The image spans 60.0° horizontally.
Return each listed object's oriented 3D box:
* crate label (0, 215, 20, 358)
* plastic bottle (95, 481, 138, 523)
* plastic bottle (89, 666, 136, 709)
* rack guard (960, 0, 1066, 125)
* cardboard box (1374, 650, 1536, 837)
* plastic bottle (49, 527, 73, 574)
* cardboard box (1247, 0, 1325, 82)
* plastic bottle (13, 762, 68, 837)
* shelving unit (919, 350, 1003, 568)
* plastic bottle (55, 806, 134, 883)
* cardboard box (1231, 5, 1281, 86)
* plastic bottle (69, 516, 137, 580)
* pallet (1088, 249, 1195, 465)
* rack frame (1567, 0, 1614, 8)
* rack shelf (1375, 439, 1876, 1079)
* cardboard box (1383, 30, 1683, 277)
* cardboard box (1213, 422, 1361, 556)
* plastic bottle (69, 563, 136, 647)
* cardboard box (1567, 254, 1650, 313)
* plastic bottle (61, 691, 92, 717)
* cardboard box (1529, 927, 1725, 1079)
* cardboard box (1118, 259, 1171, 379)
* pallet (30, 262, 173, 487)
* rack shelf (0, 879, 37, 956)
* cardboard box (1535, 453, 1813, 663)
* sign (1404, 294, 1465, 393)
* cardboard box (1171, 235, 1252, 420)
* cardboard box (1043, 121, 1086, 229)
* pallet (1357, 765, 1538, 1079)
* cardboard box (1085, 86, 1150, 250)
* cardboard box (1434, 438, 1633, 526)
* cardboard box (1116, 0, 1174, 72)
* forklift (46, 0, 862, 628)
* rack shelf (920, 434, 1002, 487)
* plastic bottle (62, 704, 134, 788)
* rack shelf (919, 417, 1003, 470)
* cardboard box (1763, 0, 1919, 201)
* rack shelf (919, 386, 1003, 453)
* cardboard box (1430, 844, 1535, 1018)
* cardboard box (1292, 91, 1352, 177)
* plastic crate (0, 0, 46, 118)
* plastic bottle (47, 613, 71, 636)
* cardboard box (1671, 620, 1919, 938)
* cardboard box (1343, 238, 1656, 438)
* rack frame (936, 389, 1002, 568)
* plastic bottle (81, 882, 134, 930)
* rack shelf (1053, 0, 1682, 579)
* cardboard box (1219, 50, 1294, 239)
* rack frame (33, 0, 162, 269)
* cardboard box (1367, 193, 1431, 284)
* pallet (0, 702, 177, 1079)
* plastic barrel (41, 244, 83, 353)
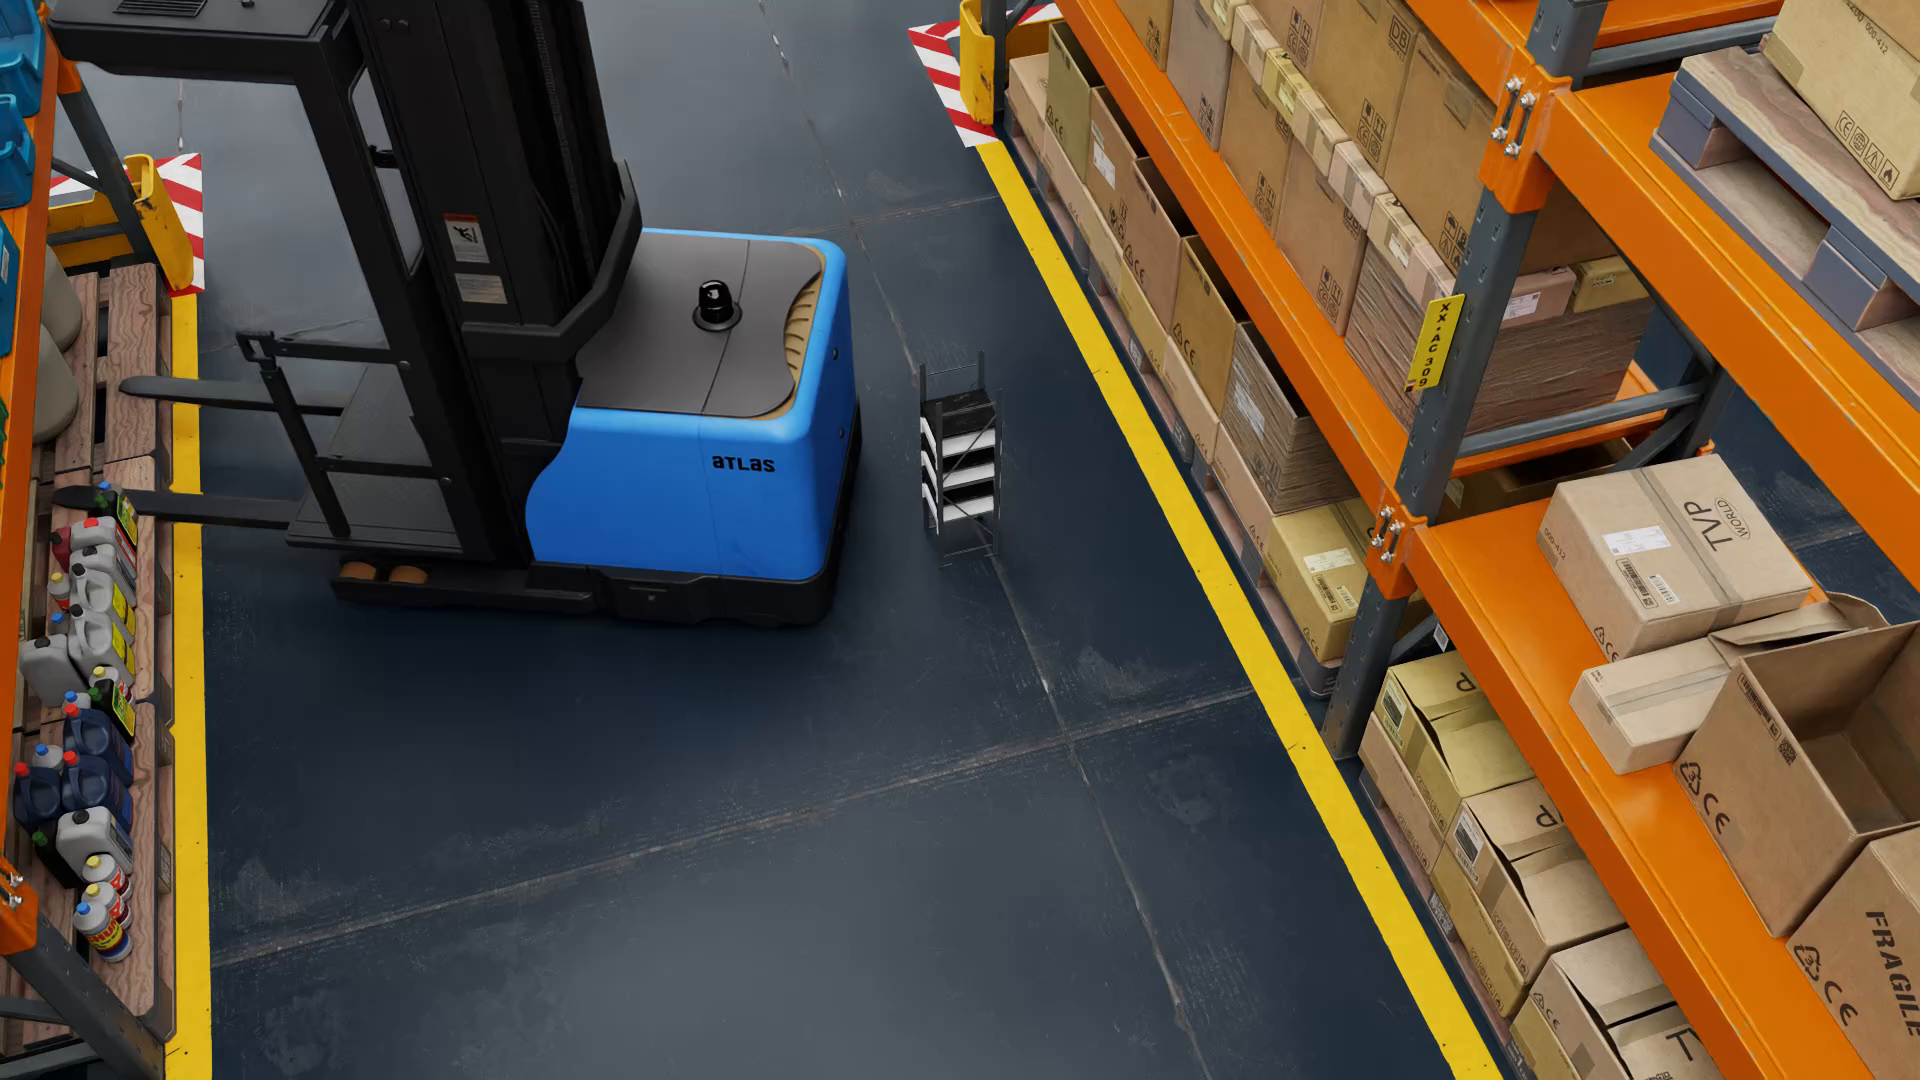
[{"bbox_3d":[-3.331,-0.871,5.289,0.502,0.435,0.616,-13,51,-11],"label":"crate label"},{"bbox_3d":[-3.172,-0.141,6.239,0.097,0.201,0.097,0,50,0],"label":"plastic bottle"},{"bbox_3d":[-2.910,0.505,5.694,0.097,0.201,0.097,0,50,0],"label":"plastic bottle"},{"bbox_3d":[0.592,-2.472,8.297,1.175,0.500,0.348,-13,51,-11],"label":"rack guard"},{"bbox_3d":[1.666,0.589,5.238,0.500,0.311,0.500,-13,51,-11],"label":"cardboard box"},{"bbox_3d":[-3.225,0.048,6.027,0.061,0.283,0.133,-13,51,-11],"label":"plastic bottle"},{"bbox_3d":[1.347,-1.847,5.221,0.700,0.500,0.500,-13,51,-11],"label":"cardboard box"},{"bbox_3d":[-2.931,0.840,5.315,0.144,0.351,0.185,-13,51,-11],"label":"plastic bottle"},{"bbox_3d":[0.002,-0.284,6.191,0.258,0.900,0.210,-13,51,-11],"label":"shelving unit"},{"bbox_3d":[-2.748,0.953,5.268,0.152,0.276,0.135,-12,51,-10],"label":"plastic bottle"},{"bbox_3d":[1.123,-1.658,5.486,0.380,0.149,0.250,-12,51,-10],"label":"cardboard box"},{"bbox_3d":[-3.123,0.025,6.050,0.152,0.276,0.135,-13,51,-11],"label":"plastic bottle"},{"bbox_3d":[1.223,-0.923,7.180,1.003,0.211,1.213,-13,51,-11],"label":"pallet"},{"bbox_3d":[1.782,-2.273,2.570,1.000,3.000,0.127,-13,51,-11],"label":"rack frame"},{"bbox_3d":[2.374,1.354,3.907,1.077,0.370,4.000,-13,51,-11],"label":"rack shelf"},{"bbox_3d":[1.645,-1.112,4.601,0.700,0.500,0.500,-13,51,-11],"label":"cardboard box"},{"bbox_3d":[1.298,-0.245,6.308,0.500,0.250,0.500,-13,51,-11],"label":"cardboard box"},{"bbox_3d":[-3.030,0.223,5.835,0.144,0.351,0.185,-11,51,-9],"label":"plastic bottle"},{"bbox_3d":[1.888,-0.820,4.780,0.380,0.149,0.250,-13,51,-11],"label":"cardboard box"},{"bbox_3d":[-2.928,0.596,5.572,0.097,0.271,0.097,0,50,0],"label":"plastic bottle"},{"bbox_3d":[1.964,1.334,4.610,0.500,0.311,0.500,-15,51,-12],"label":"cardboard box"},{"bbox_3d":[0.987,-0.972,6.921,0.500,0.250,0.500,-13,51,-11],"label":"cardboard box"},{"bbox_3d":[-3.831,-0.605,6.912,1.003,0.211,1.213,-13,51,-11],"label":"pallet"},{"bbox_3d":[-2.359,2.471,2.965,1.077,0.370,4.000,-13,51,-11],"label":"rack shelf"},{"bbox_3d":[1.969,0.059,4.626,0.500,0.250,0.500,-10,51,-9],"label":"cardboard box"},{"bbox_3d":[1.252,-0.517,4.395,0.100,0.325,0.005,-13,51,-11],"label":"sign"},{"bbox_3d":[1.148,-0.851,6.329,0.500,0.500,0.500,-13,51,-11],"label":"cardboard box"},{"bbox_3d":[0.697,-1.703,7.537,0.500,0.250,0.500,-13,51,-11],"label":"cardboard box"},{"bbox_3d":[2.037,1.089,5.483,1.003,0.211,1.213,-13,51,-11],"label":"pallet"},{"bbox_3d":[0.855,-1.582,6.945,0.500,0.500,0.500,-13,51,-11],"label":"cardboard box"},{"bbox_3d":[1.944,-0.239,5.813,0.500,0.500,0.500,-13,51,-11],"label":"cardboard box"},{"bbox_3d":[1.026,-2.202,6.369,0.700,0.500,0.500,-13,51,-11],"label":"cardboard box"},{"bbox_3d":[-1.949,-1.091,5.543,3.031,2.935,1.130,4,50,4],"label":"forklift"},{"bbox_3d":[0.002,-0.321,6.147,0.258,0.077,0.200,-13,51,-11],"label":"rack shelf"},{"bbox_3d":[-2.849,0.669,5.459,0.144,0.351,0.185,-15,52,-13],"label":"plastic bottle"},{"bbox_3d":[0.002,-0.379,6.078,0.258,0.077,0.200,-13,51,-11],"label":"rack shelf"},{"bbox_3d":[1.955,-0.941,3.232,0.500,0.250,0.500,-9,50,-7],"label":"cardboard box"},{"bbox_3d":[0.002,-0.437,6.010,0.258,0.077,0.200,-13,51,-11],"label":"rack shelf"},{"bbox_3d":[1.815,1.136,5.144,0.500,0.250,0.500,-12,51,-10],"label":"cardboard box"},{"bbox_3d":[1.267,-1.294,5.179,0.380,0.149,0.250,-13,51,-11],"label":"cardboard box"},{"bbox_3d":[-3.700,-1.797,6.190,0.499,0.251,0.616,-13,51,-11],"label":"plastic crate"},{"bbox_3d":[-3.132,0.330,5.842,0.097,0.201,0.097,0,50,0],"label":"plastic bottle"},{"bbox_3d":[2.149,0.578,4.025,0.500,0.500,0.500,-10,51,-8],"label":"cardboard box"},{"bbox_3d":[1.645,-0.694,5.097,0.700,0.500,0.500,-15,51,-12],"label":"cardboard box"},{"bbox_3d":[0.032,-0.210,6.128,0.240,0.900,0.006,-13,51,-11],"label":"rack frame"},{"bbox_3d":[-2.656,1.132,5.166,0.097,0.201,0.097,0,50,0],"label":"plastic bottle"},{"bbox_3d":[1.191,-1.568,6.370,1.077,0.370,4.000,-13,51,-11],"label":"rack shelf"},{"bbox_3d":[1.338,-1.445,5.730,0.700,0.500,0.500,-13,51,-10],"label":"cardboard box"},{"bbox_3d":[-4.134,-2.143,6.384,1.000,3.000,0.127,-13,51,-11],"label":"rack frame"},{"bbox_3d":[1.426,-0.911,4.856,0.380,0.149,0.250,-14,51,-12],"label":"cardboard box"},{"bbox_3d":[-3.110,1.177,5.409,1.003,0.211,1.213,-13,51,-11],"label":"pallet"},{"bbox_3d":[-3.866,-1.013,6.784,0.421,0.512,0.421,0,50,0],"label":"plastic barrel"}]
